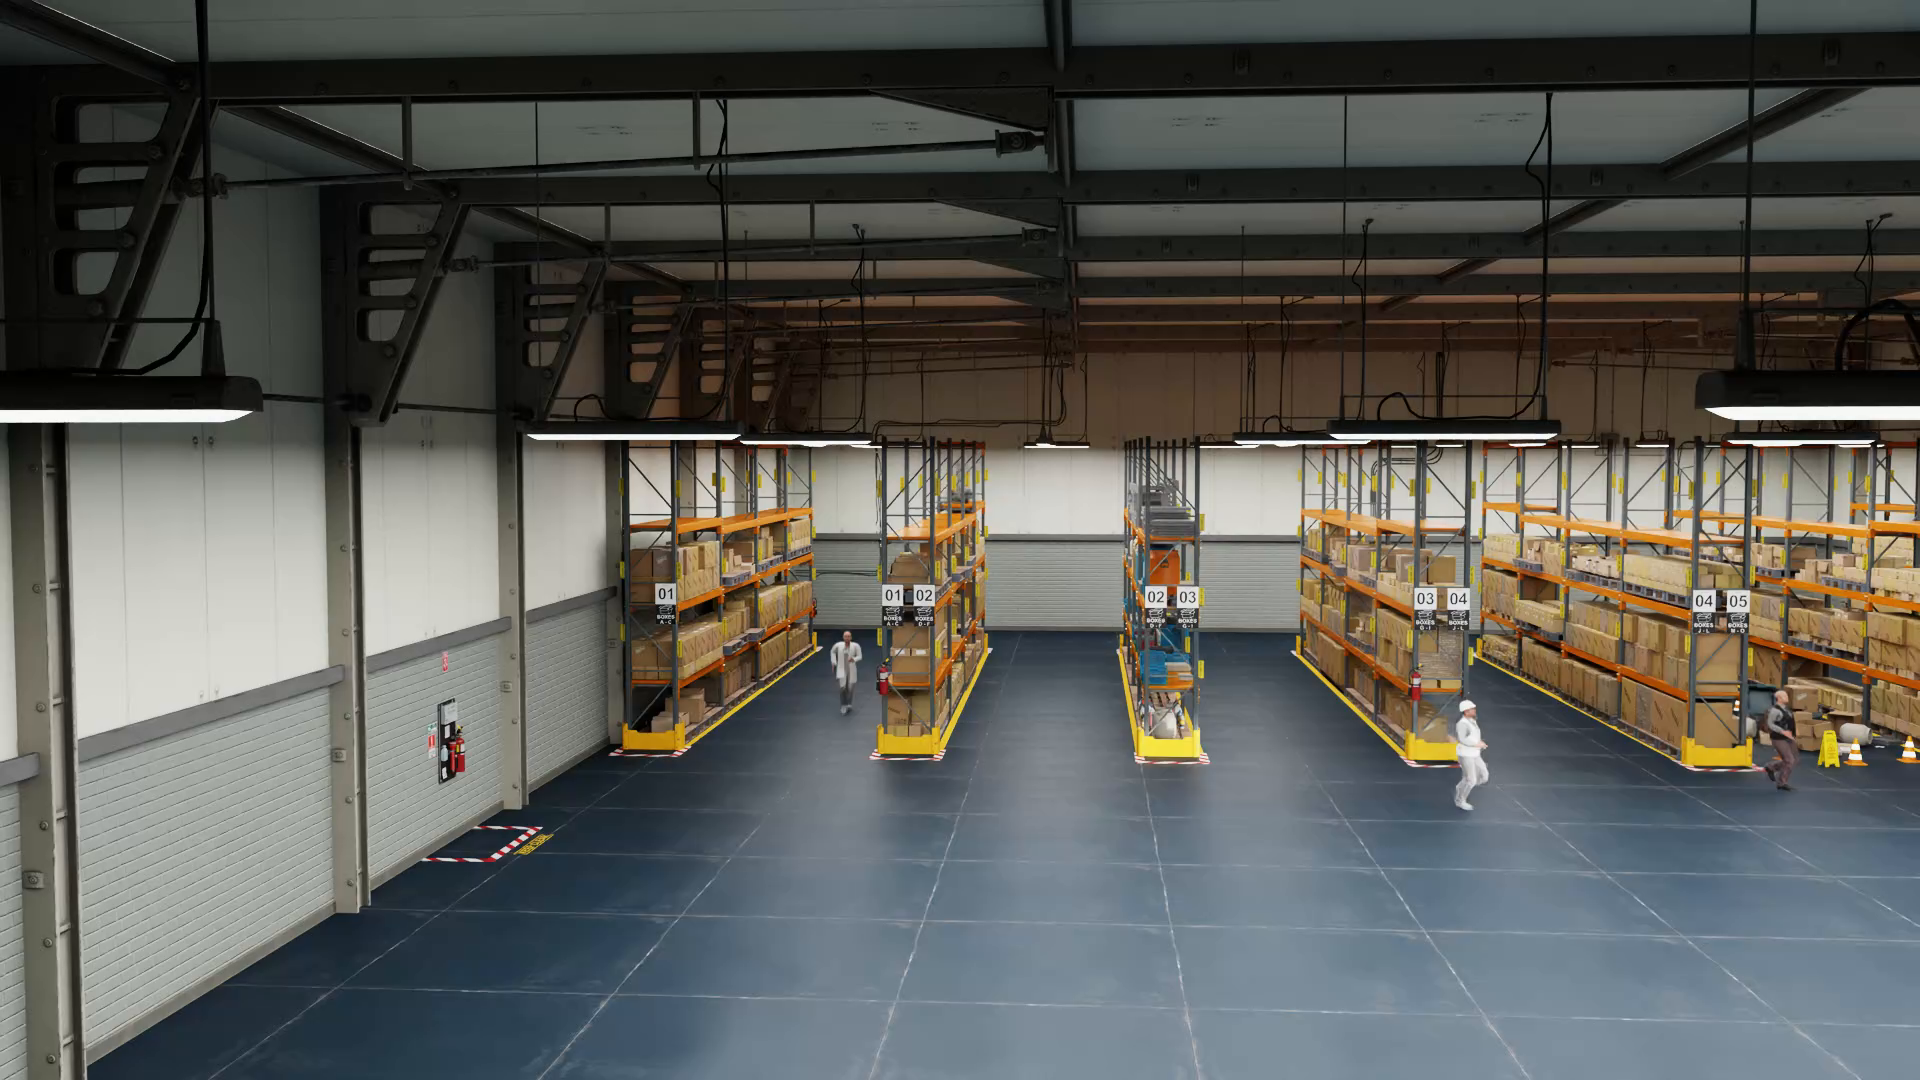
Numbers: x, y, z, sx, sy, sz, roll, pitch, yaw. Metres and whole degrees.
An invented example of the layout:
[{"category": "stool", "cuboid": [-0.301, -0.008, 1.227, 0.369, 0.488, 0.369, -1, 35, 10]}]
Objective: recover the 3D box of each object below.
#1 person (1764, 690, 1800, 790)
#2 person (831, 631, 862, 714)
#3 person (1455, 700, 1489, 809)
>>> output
[{"category": "person", "cuboid": [13.891, 3.378, 28.131, 0.657, 1.672, 0.611, -3, 4, -40]}, {"category": "person", "cuboid": [-2.472, 2.899, 36.330, 0.667, 1.820, 0.889, 0, 3, -7]}, {"category": "person", "cuboid": [8.175, 3.427, 26.563, 0.555, 1.739, 0.708, 2, 4, 34]}]
